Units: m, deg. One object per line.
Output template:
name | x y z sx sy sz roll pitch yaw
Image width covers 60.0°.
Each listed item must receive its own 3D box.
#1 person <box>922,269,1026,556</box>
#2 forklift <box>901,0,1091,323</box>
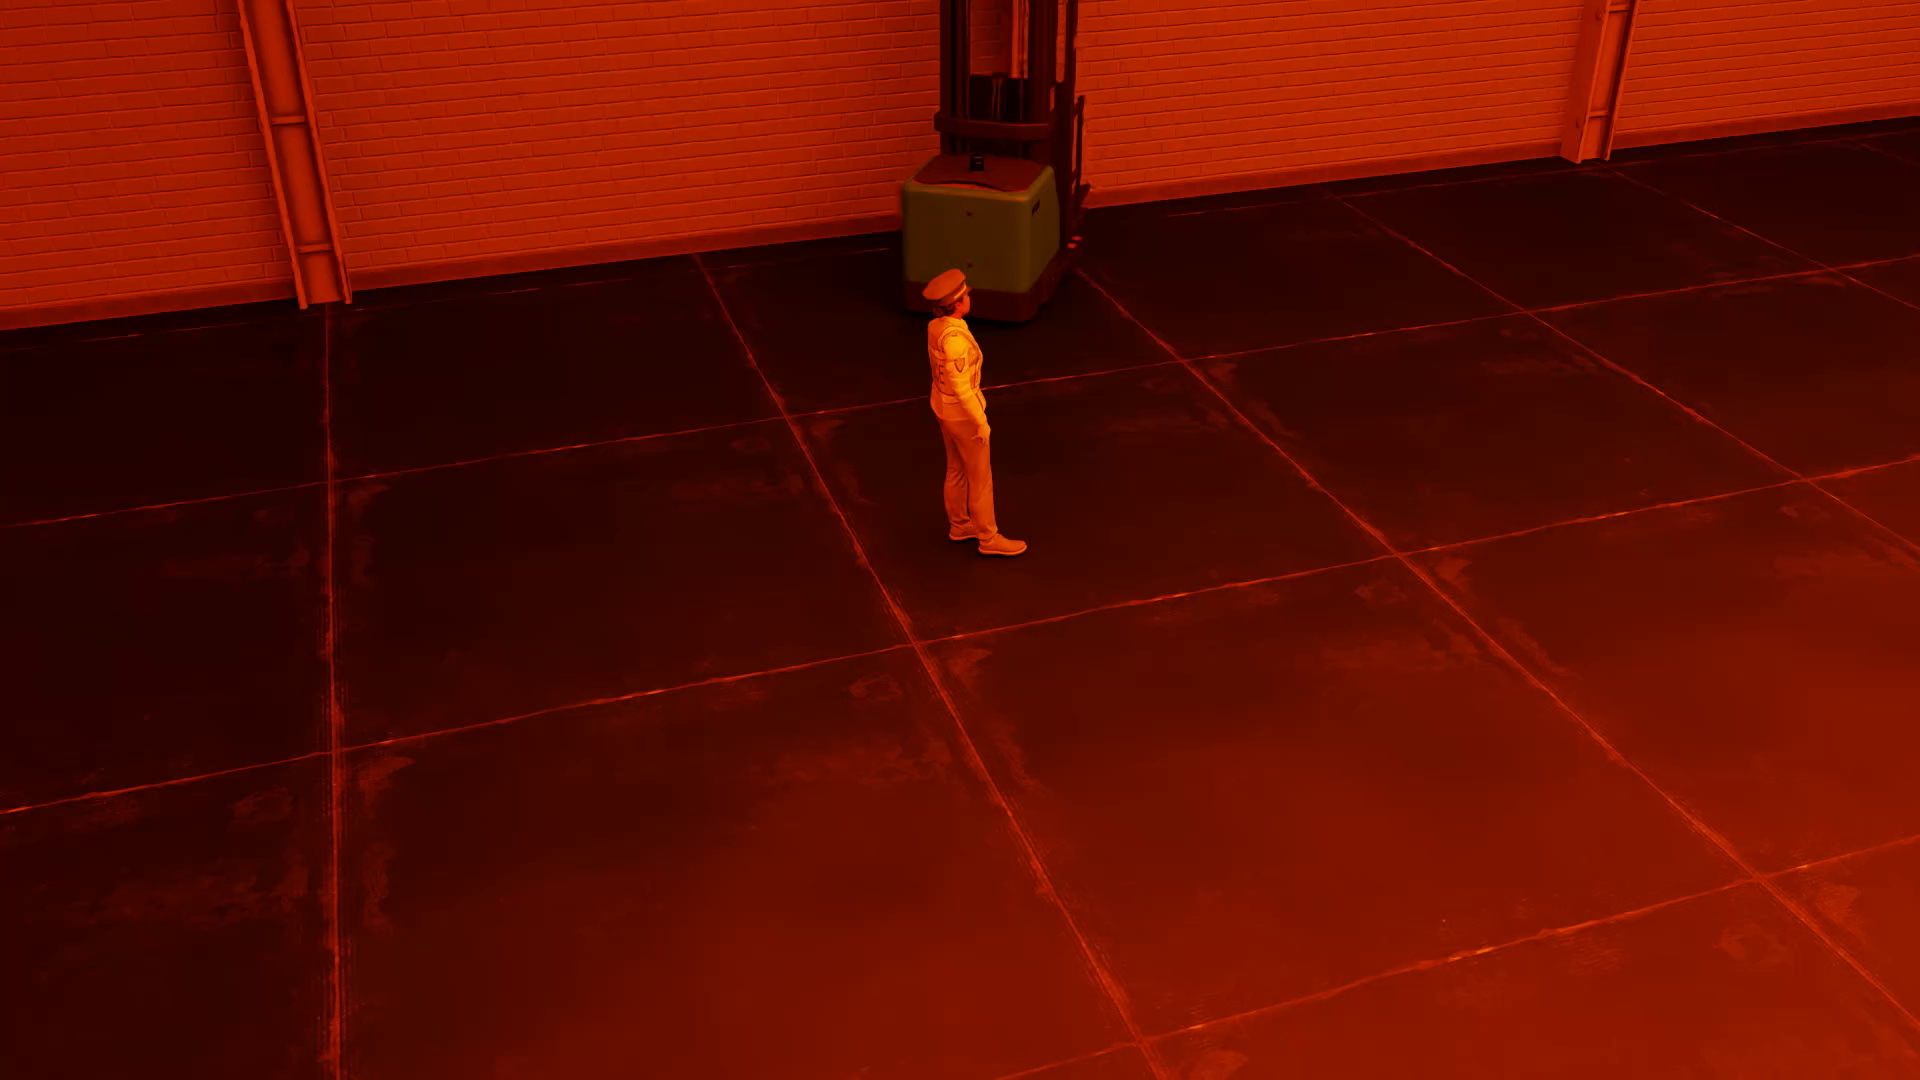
person | 0.068 -0.748 9.613 0.530 1.694 0.586 -10 31 -16
forklift | 0.442 -3.665 13.457 1.130 2.935 3.031 8 31 14
